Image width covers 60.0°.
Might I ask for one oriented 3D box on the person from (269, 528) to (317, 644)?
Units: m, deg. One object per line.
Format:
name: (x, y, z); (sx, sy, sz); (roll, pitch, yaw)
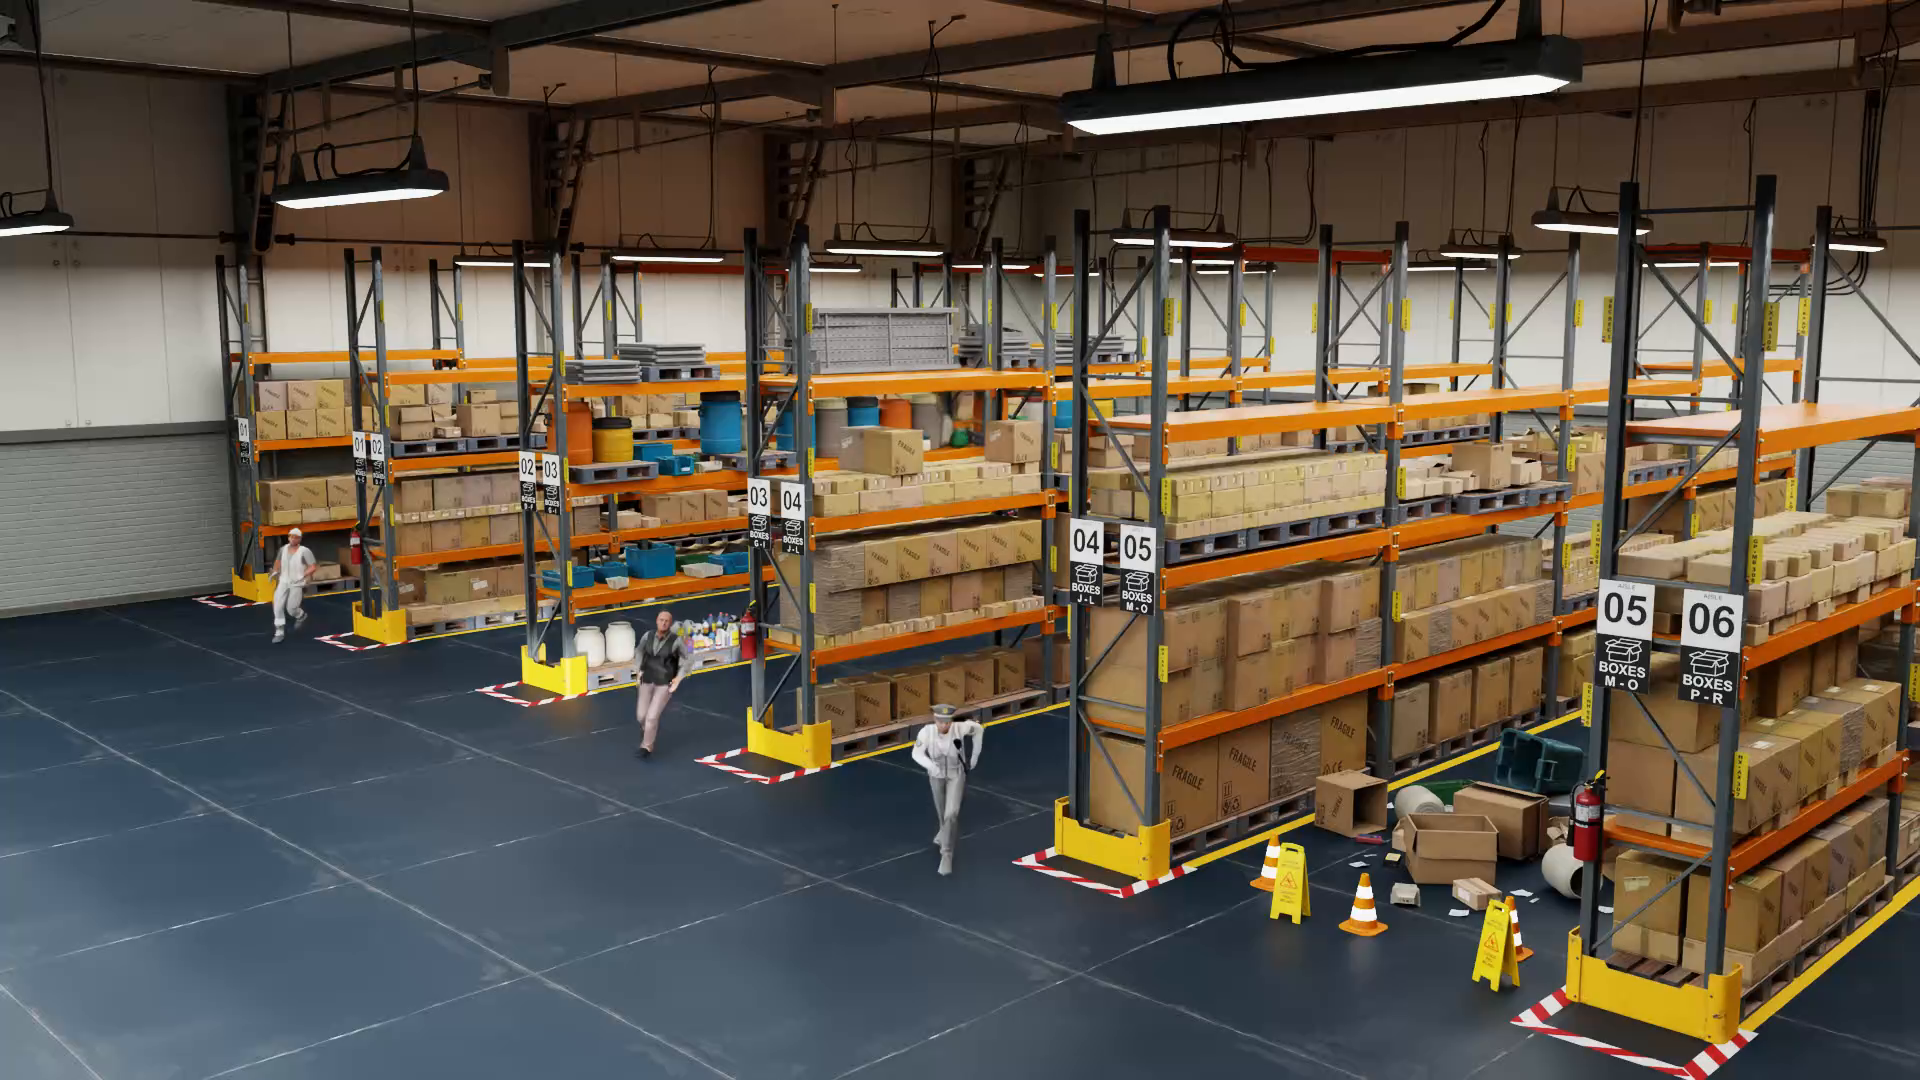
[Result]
person: (-10.279, 0.681, 25.688); (0.710, 1.754, 0.825); (1, 8, 6)

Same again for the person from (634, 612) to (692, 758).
person: (-3.429, 1.643, 19.119); (0.731, 1.683, 0.710); (1, 8, 9)

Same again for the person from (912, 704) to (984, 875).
person: (-0.109, 2.236, 15.462); (0.655, 1.621, 0.952); (0, 8, 2)
